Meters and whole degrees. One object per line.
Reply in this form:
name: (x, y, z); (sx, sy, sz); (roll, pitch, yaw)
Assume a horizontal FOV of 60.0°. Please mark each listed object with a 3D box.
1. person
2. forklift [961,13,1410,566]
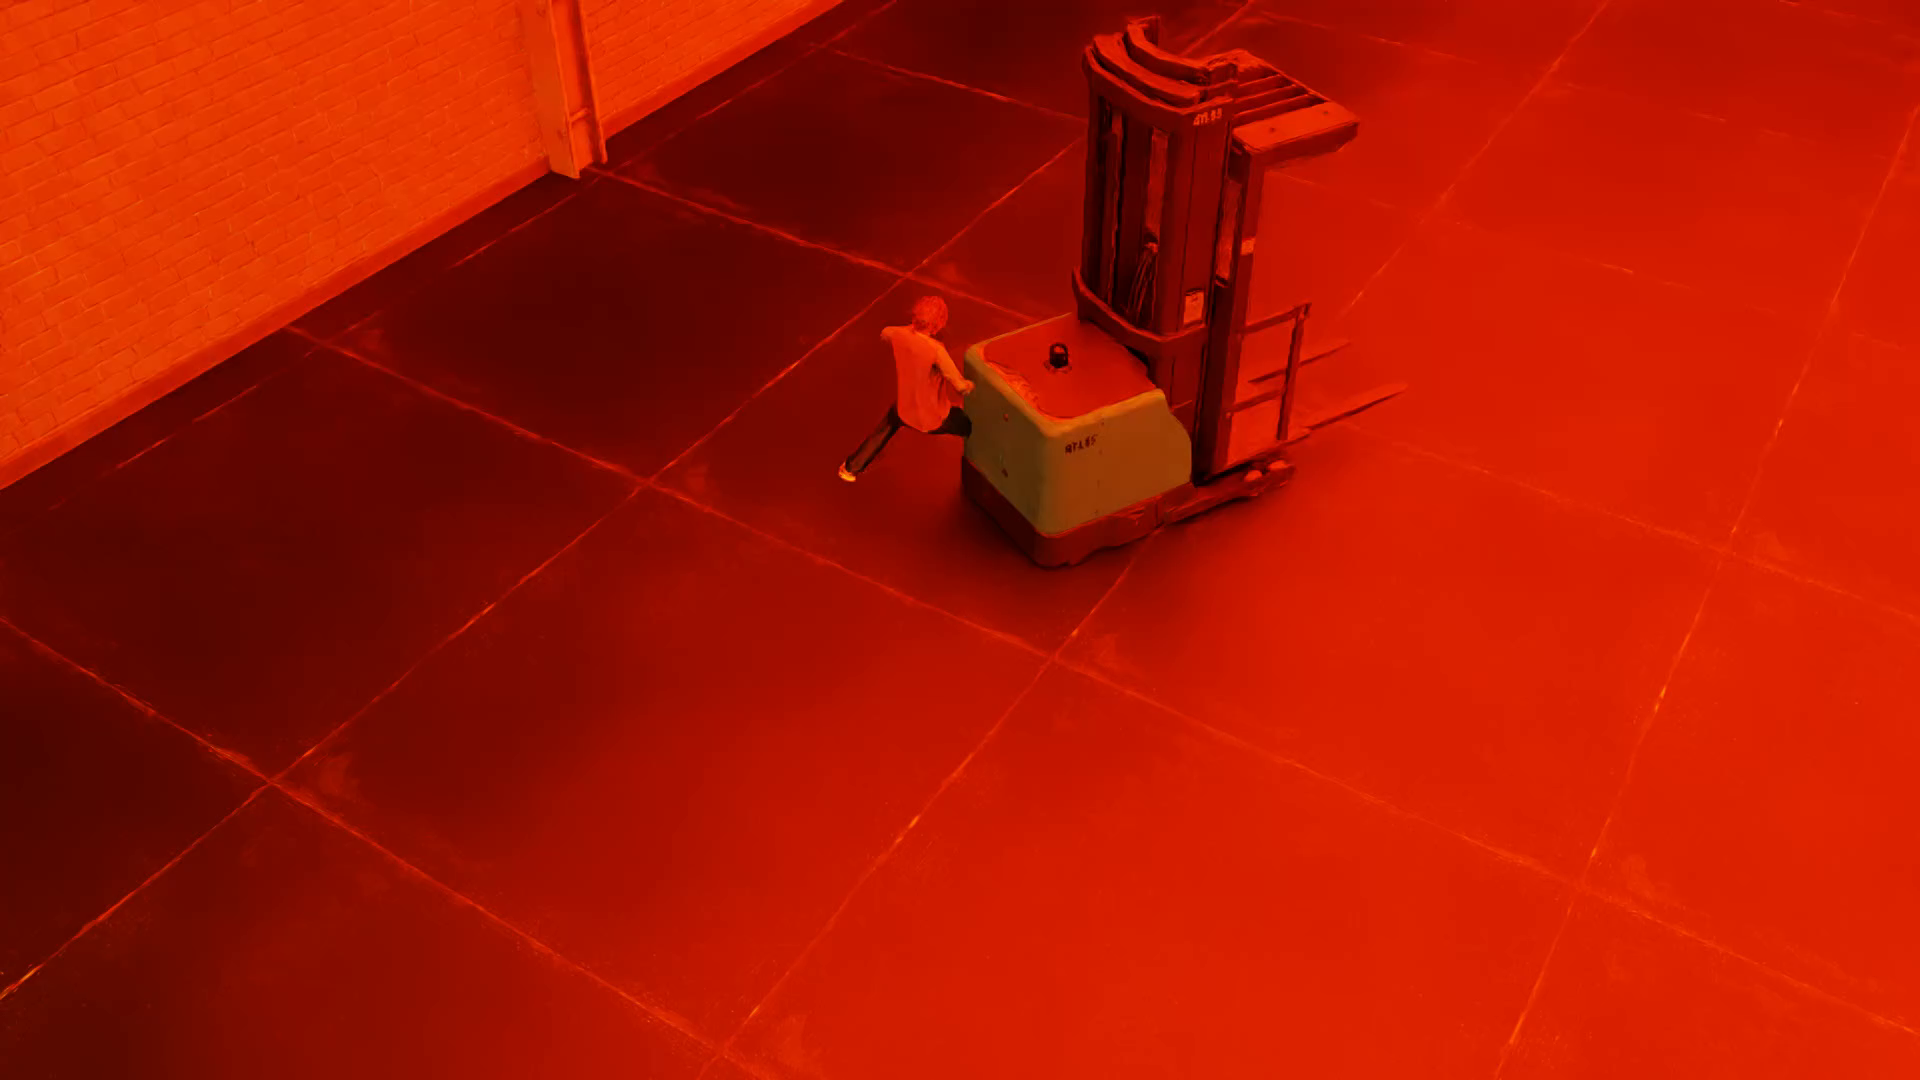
person: (-0.165, -0.913, 10.222); (1.085, 1.411, 0.869); (29, 48, 30)
forklift: (1.536, -1.671, 9.938); (3.031, 2.935, 1.130); (-21, 45, -23)
